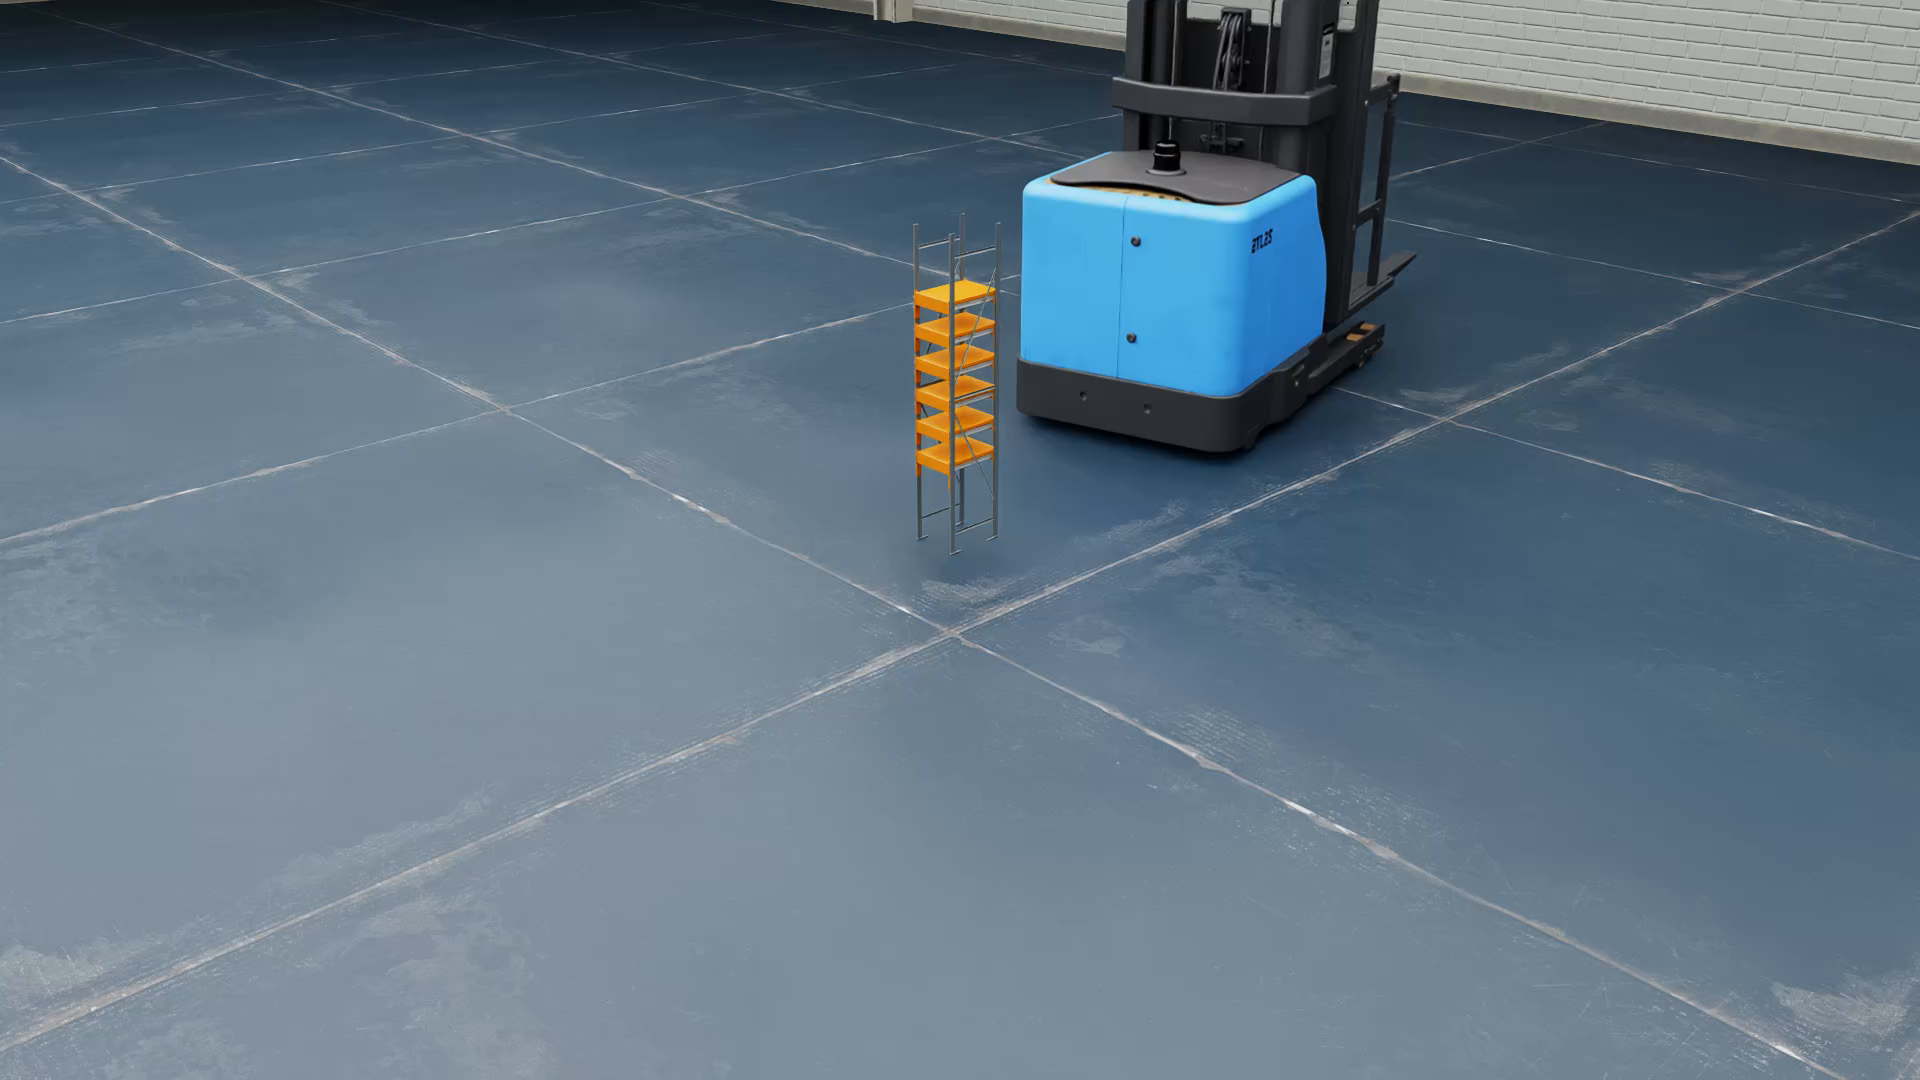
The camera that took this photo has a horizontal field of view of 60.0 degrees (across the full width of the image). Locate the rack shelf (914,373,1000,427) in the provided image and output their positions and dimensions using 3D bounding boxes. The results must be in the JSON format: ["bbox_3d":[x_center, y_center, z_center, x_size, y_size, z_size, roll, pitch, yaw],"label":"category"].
[{"bbox_3d":[-0.010,-0.510,6.029,0.258,0.103,0.180,-21,32,-38],"label":"rack shelf"}]

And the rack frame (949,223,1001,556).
[{"bbox_3d":[0.053,-0.523,5.950,0.240,1.200,0.006,-21,32,-38],"label":"rack frame"}]

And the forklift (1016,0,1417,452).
[{"bbox_3d":[1.448,-2.261,7.676,1.130,2.935,3.031,14,28,28],"label":"forklift"}]

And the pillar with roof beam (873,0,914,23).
[{"bbox_3d":[-3.931,-9.082,15.316,9.100,9.000,0.400,-21,32,-38],"label":"pillar with roof beam"}]

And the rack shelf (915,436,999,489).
[{"bbox_3d":[-0.010,-0.291,6.129,0.258,0.103,0.180,-21,32,-38],"label":"rack shelf"}]

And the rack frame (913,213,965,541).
[{"bbox_3d":[-0.072,-0.578,6.071,0.240,1.200,0.006,-21,32,-38],"label":"rack frame"}]

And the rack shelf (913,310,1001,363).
[{"bbox_3d":[-0.010,-0.728,5.929,0.258,0.103,0.180,-21,32,-38],"label":"rack shelf"}]

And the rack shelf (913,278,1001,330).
[{"bbox_3d":[-0.010,-0.837,5.880,0.258,0.103,0.180,-21,32,-38],"label":"rack shelf"}]

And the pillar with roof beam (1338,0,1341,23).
[{"bbox_3d":[0.170,-7.264,11.332,9.100,9.000,0.400,-21,32,-38],"label":"pillar with roof beam"}]

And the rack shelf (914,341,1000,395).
[{"bbox_3d":[-0.010,-0.619,5.979,0.258,0.103,0.180,-21,32,-38],"label":"rack shelf"}]

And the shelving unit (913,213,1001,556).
[{"bbox_3d":[-0.010,-0.550,6.011,0.258,1.200,0.189,-21,32,-38],"label":"shelving unit"}]

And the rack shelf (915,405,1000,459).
[{"bbox_3d":[-0.010,-0.401,6.079,0.258,0.103,0.180,-21,32,-38],"label":"rack shelf"}]
